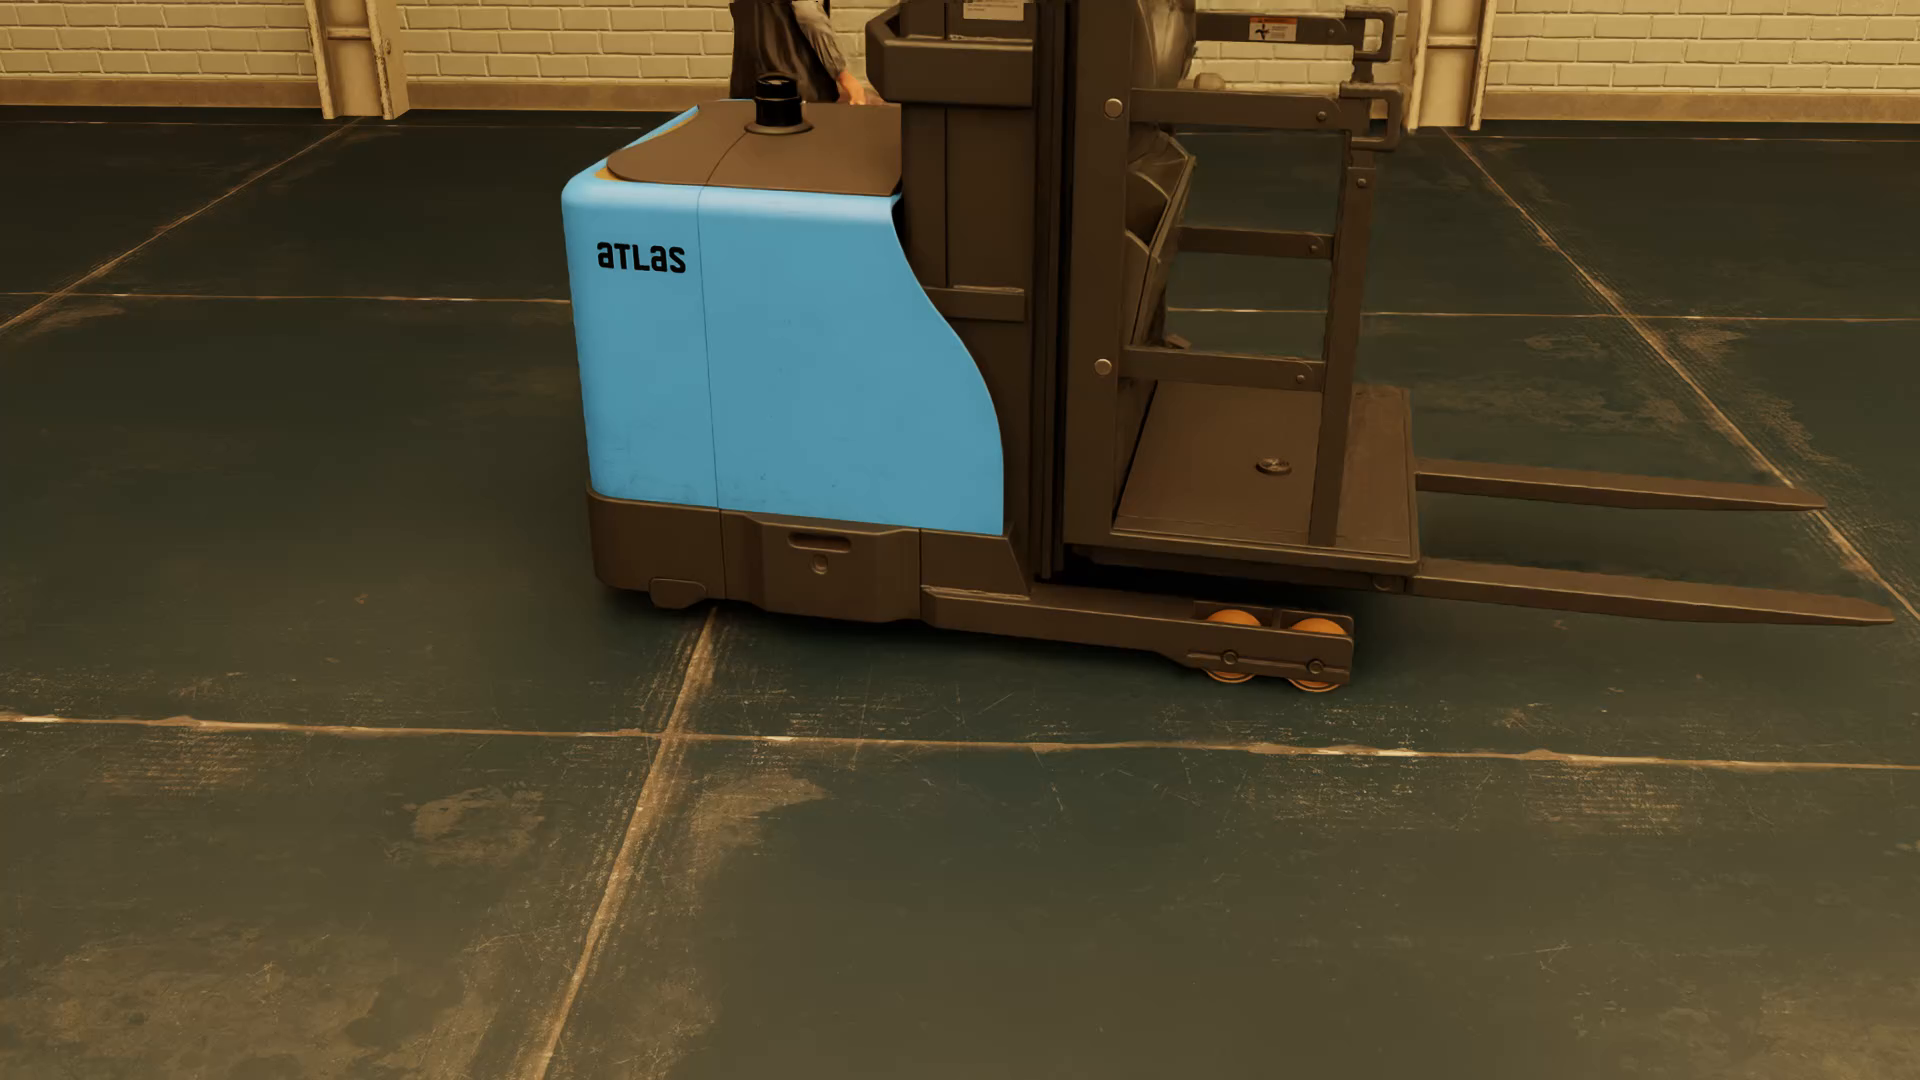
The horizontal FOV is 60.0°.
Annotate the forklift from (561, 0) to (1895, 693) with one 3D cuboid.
[{"bbox_3d":[0.650,-1.223,3.688,3.031,2.935,1.130,6,27,11],"label":"forklift"}]

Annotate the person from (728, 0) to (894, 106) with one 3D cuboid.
[{"bbox_3d":[-0.587,-1.704,6.368,0.775,1.496,0.668,21,33,36],"label":"person"}]
